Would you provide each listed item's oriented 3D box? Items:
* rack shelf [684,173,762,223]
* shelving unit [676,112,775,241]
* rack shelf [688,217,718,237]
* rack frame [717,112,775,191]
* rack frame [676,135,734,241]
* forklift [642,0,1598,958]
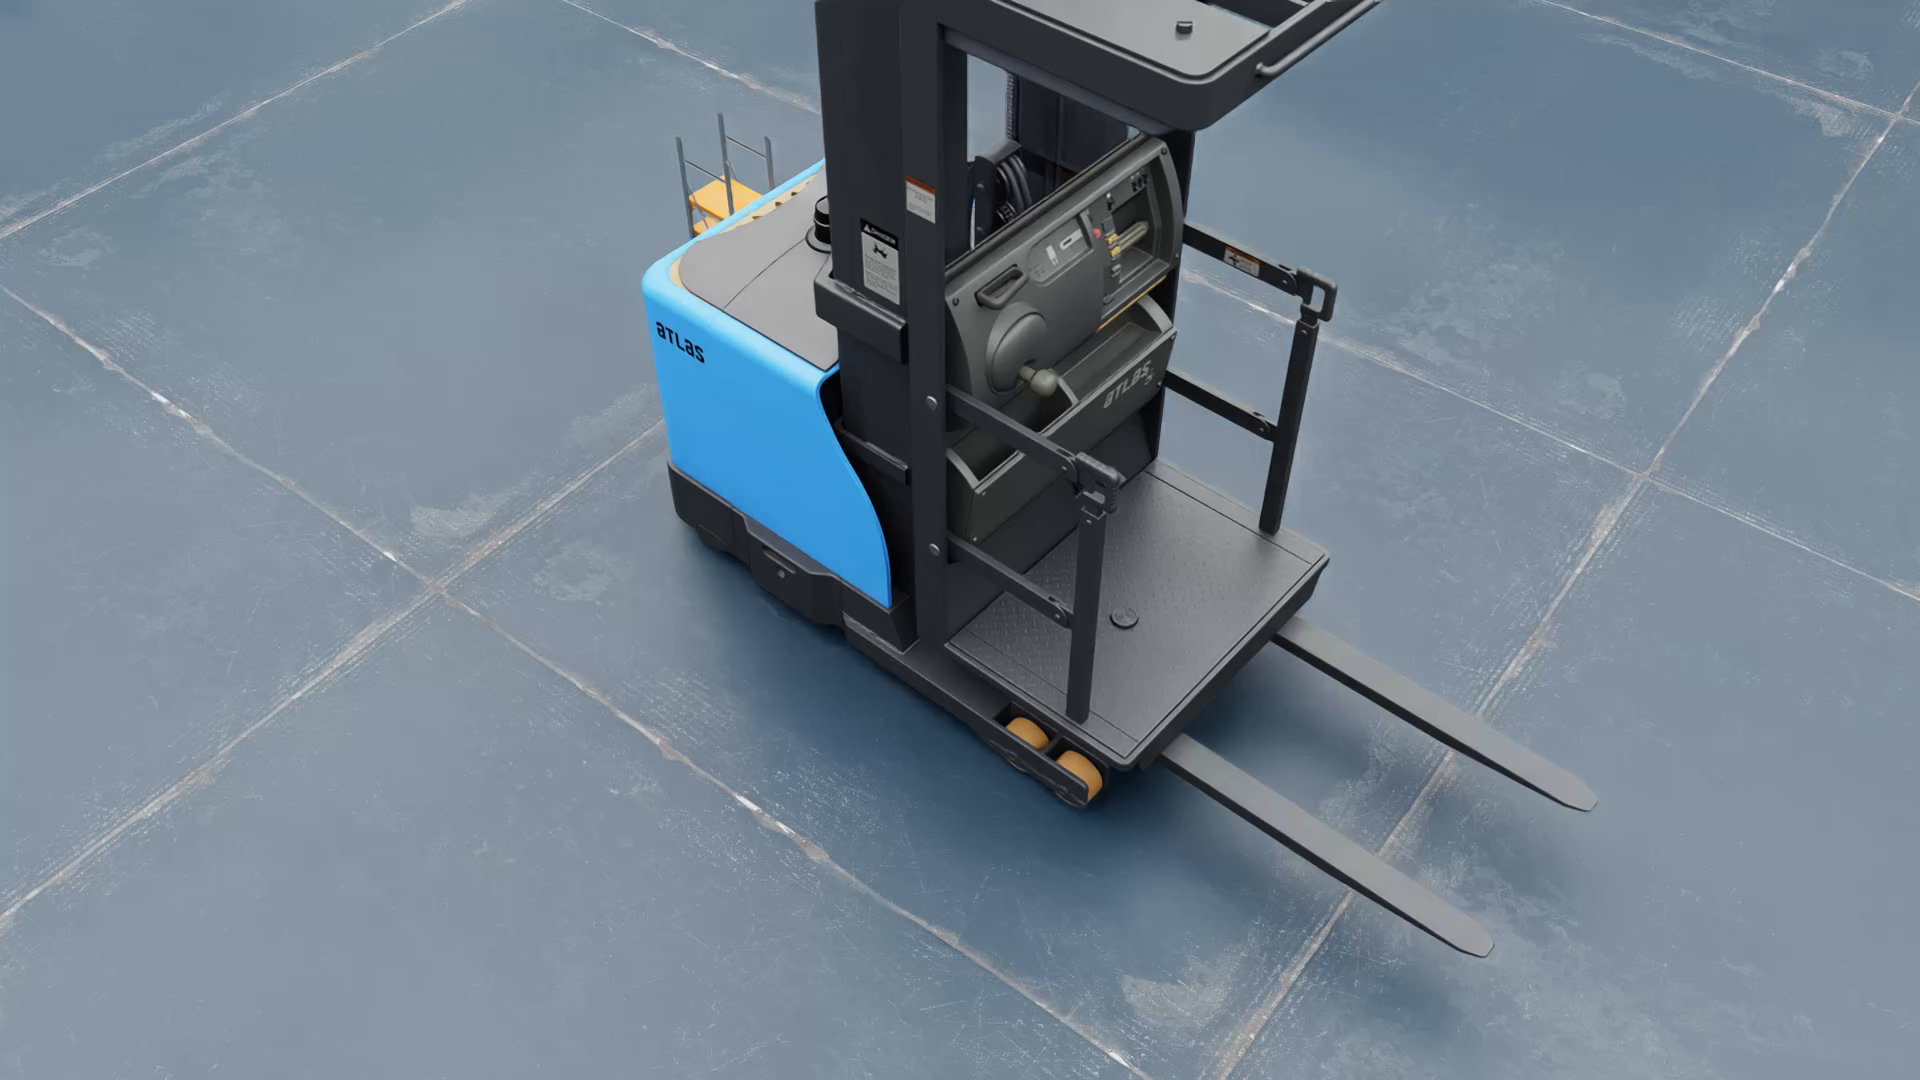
[{"bbox_3d":[-0.759,-1.094,5.529,0.258,0.103,0.180,32,54,27],"label":"rack shelf"},{"bbox_3d":[-0.759,-0.876,5.757,0.258,1.200,0.189,32,54,27],"label":"shelving unit"},{"bbox_3d":[-0.759,-1.011,5.615,0.258,0.103,0.180,32,54,27],"label":"rack shelf"},{"bbox_3d":[-0.700,-0.926,5.805,0.240,1.200,0.006,32,54,27],"label":"rack frame"},{"bbox_3d":[-0.819,-0.826,5.709,0.240,1.200,0.006,32,54,27],"label":"rack frame"},{"bbox_3d":[0.457,-0.652,4.346,3.031,2.935,1.130,32,54,27],"label":"forklift"}]
